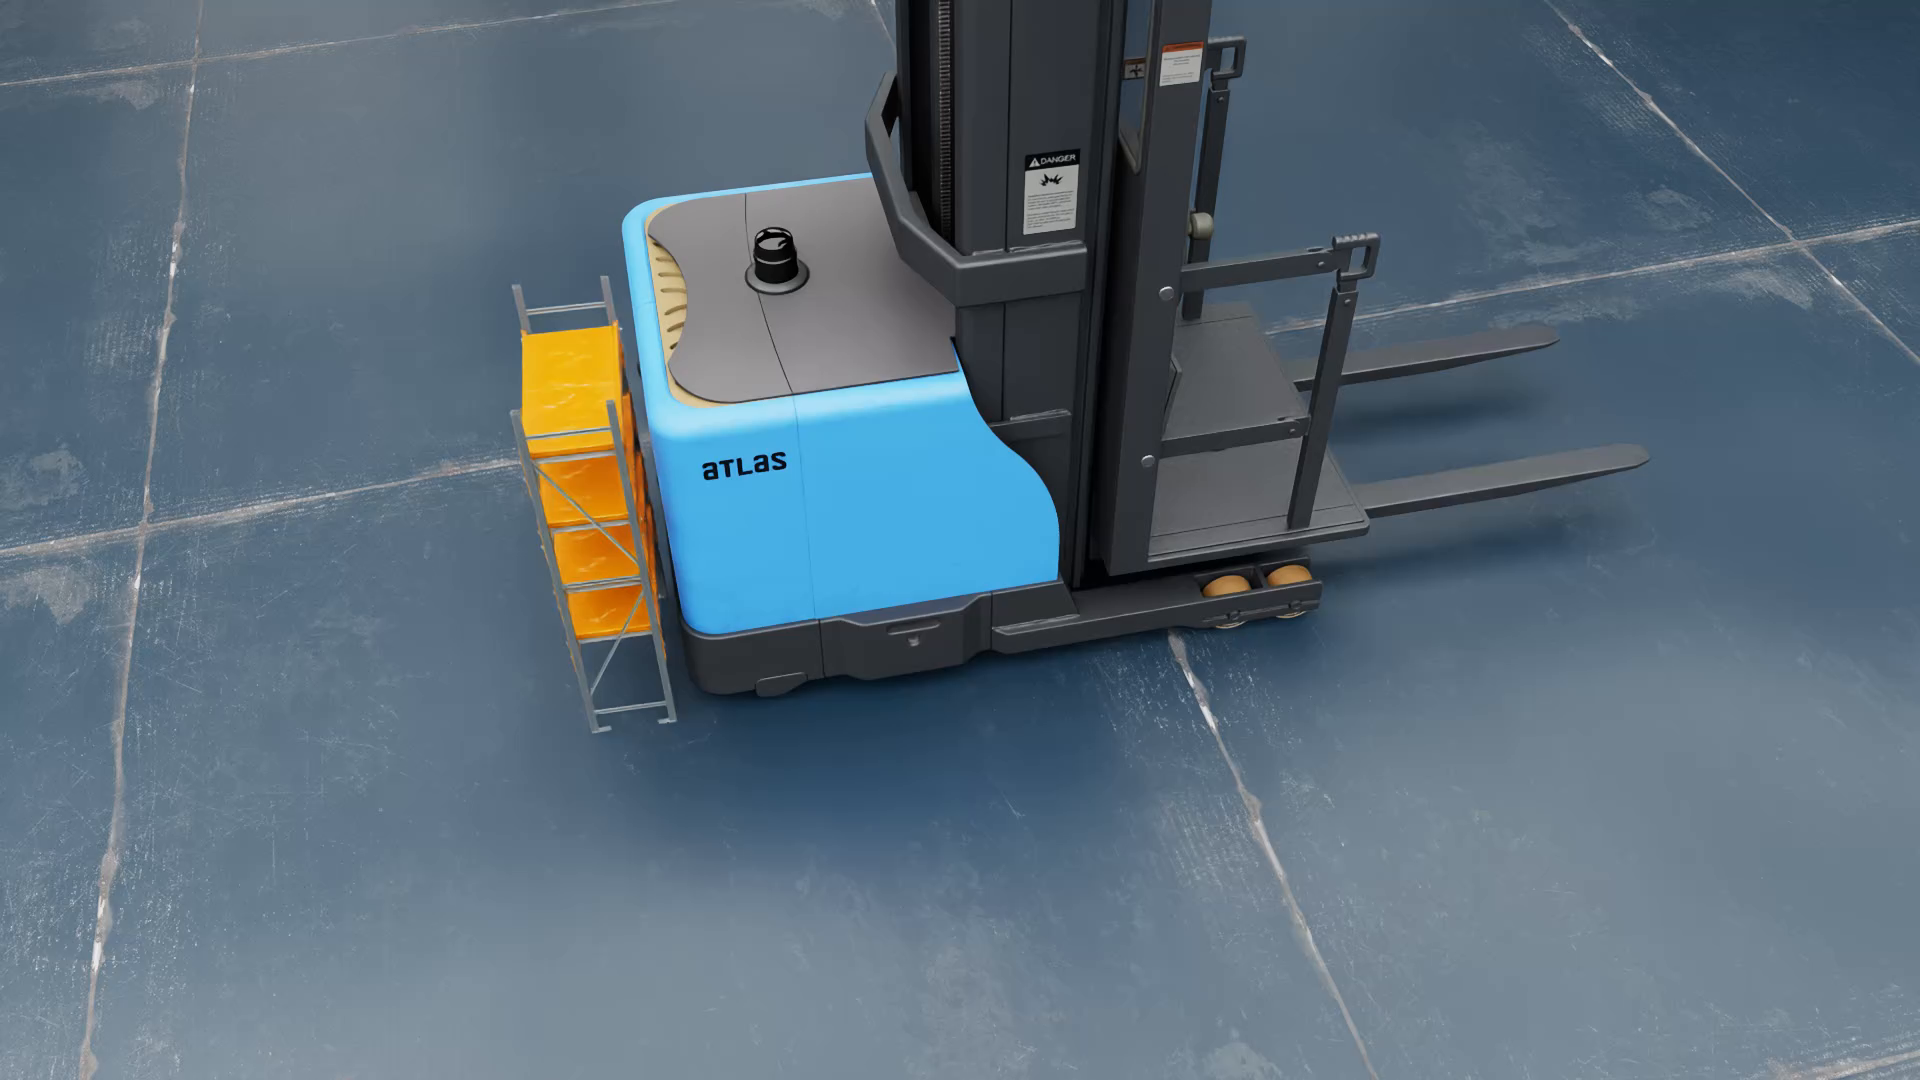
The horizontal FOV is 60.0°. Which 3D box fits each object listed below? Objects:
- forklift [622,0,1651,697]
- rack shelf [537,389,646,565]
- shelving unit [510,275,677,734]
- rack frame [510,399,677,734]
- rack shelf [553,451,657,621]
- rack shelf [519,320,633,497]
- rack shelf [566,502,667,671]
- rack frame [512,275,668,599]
[{"bbox_3d":[0.608,-1.122,4.297,3.031,2.935,1.130,-9,46,-9],"label":"forklift"},{"bbox_3d":[-0.969,-0.172,4.359,0.258,0.148,0.480,-7,46,-7],"label":"rack shelf"},{"bbox_3d":[-0.968,-0.062,4.471,0.258,1.200,0.503,-7,46,-7],"label":"shelving unit"},{"bbox_3d":[-0.926,0.109,4.302,0.240,1.200,0.015,-7,46,-7],"label":"rack frame"},{"bbox_3d":[-0.968,-0.015,4.519,0.258,0.148,0.480,-7,46,-7],"label":"rack shelf"},{"bbox_3d":[-0.969,-0.337,4.190,0.258,0.148,0.480,-7,46,-7],"label":"rack shelf"},{"bbox_3d":[-0.968,0.124,4.661,0.258,0.148,0.480,-7,46,-7],"label":"rack shelf"},{"bbox_3d":[-1.011,-0.234,4.639,0.240,1.200,0.015,-7,46,-7],"label":"rack frame"}]
